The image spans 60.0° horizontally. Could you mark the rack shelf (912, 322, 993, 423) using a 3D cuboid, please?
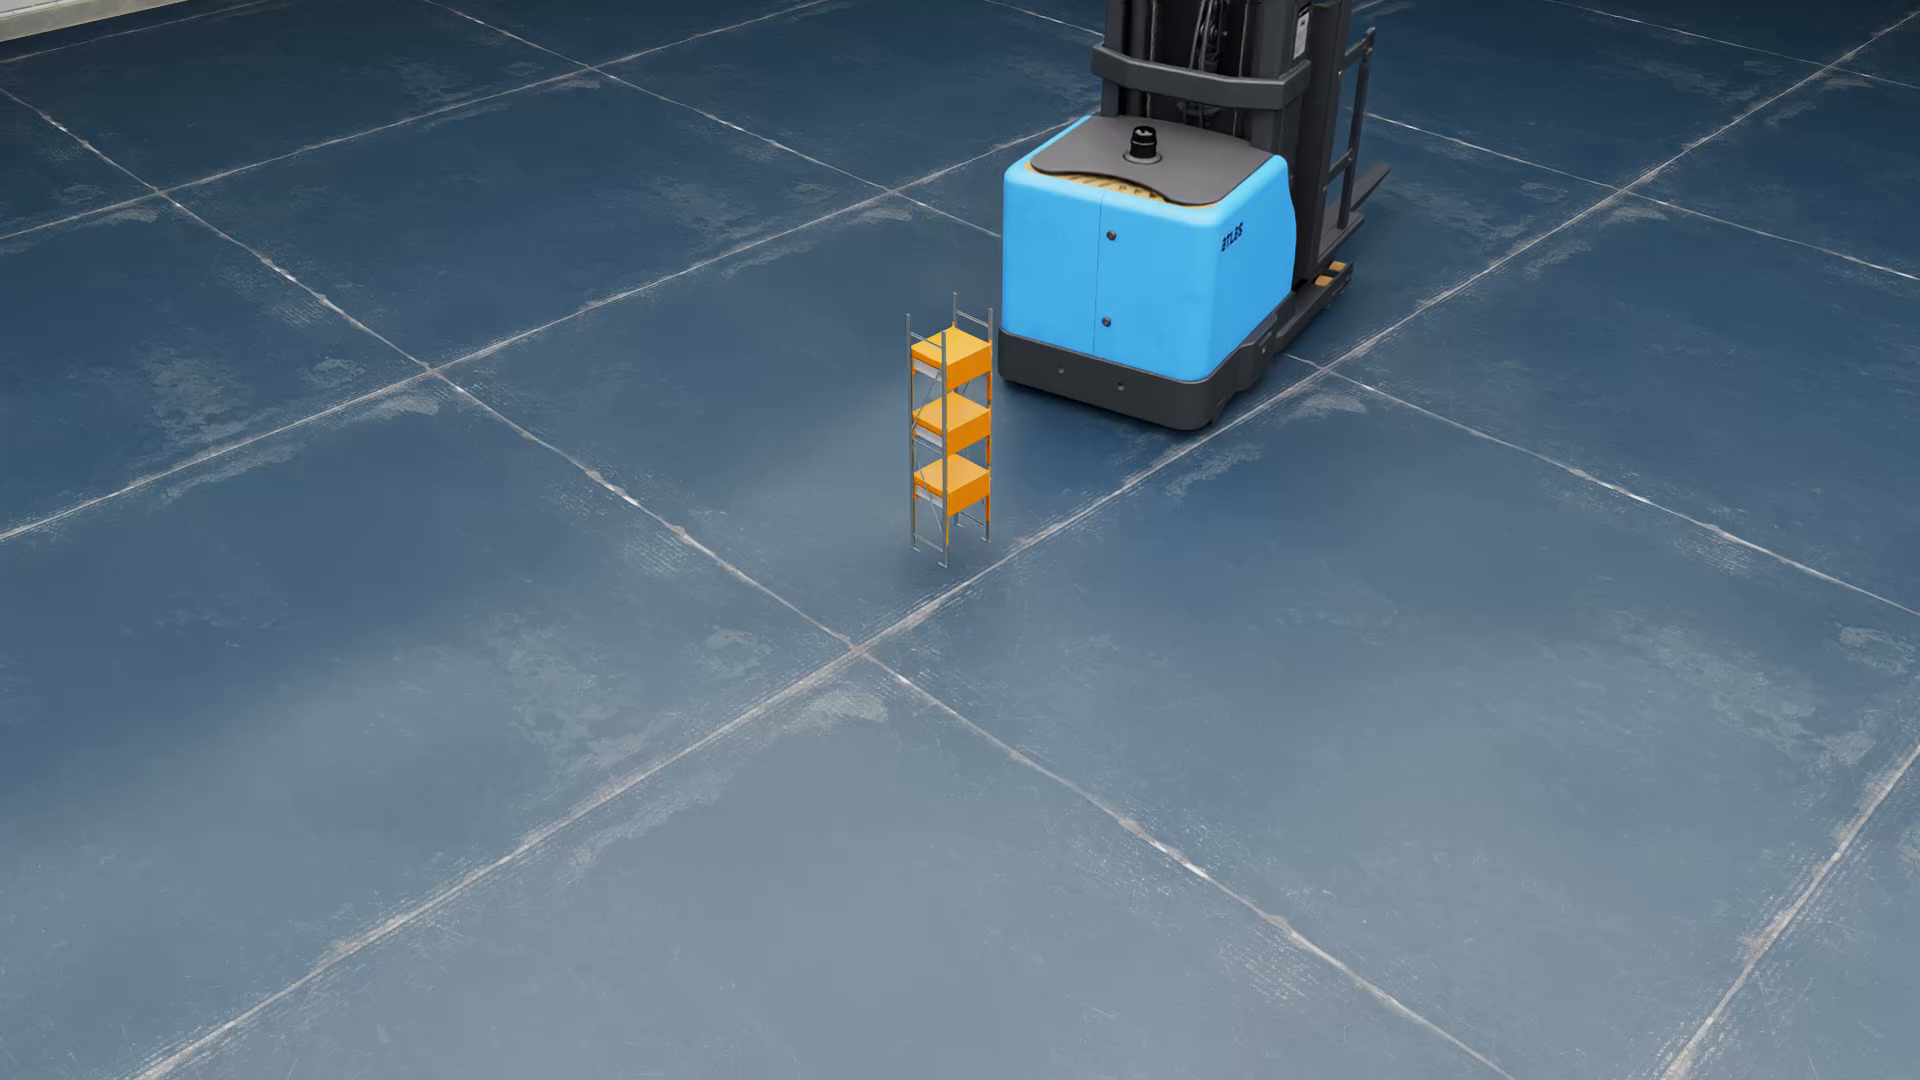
[{"bbox_3d":[-0.038,-0.633,6.262,0.215,0.259,0.240,30,45,35],"label":"rack shelf"}]

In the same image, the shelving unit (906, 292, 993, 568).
[{"bbox_3d":[-0.038,-0.409,6.419,0.215,1.050,0.252,30,45,35],"label":"shelving unit"}]

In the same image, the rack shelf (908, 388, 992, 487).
[{"bbox_3d":[-0.038,-0.400,6.425,0.215,0.259,0.240,30,45,35],"label":"rack shelf"}]

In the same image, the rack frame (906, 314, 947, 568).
[{"bbox_3d":[-0.124,-0.359,6.348,0.200,1.050,0.008,30,45,35],"label":"rack frame"}]

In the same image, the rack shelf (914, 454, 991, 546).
[{"bbox_3d":[-0.038,-0.172,6.584,0.215,0.259,0.240,30,45,35],"label":"rack shelf"}]

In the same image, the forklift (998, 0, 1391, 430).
[{"bbox_3d":[1.367,-2.499,7.771,1.130,2.935,3.031,19,39,25],"label":"forklift"}]

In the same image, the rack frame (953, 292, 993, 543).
[{"bbox_3d":[0.048,-0.458,6.490,0.200,1.050,0.008,30,45,35],"label":"rack frame"}]
